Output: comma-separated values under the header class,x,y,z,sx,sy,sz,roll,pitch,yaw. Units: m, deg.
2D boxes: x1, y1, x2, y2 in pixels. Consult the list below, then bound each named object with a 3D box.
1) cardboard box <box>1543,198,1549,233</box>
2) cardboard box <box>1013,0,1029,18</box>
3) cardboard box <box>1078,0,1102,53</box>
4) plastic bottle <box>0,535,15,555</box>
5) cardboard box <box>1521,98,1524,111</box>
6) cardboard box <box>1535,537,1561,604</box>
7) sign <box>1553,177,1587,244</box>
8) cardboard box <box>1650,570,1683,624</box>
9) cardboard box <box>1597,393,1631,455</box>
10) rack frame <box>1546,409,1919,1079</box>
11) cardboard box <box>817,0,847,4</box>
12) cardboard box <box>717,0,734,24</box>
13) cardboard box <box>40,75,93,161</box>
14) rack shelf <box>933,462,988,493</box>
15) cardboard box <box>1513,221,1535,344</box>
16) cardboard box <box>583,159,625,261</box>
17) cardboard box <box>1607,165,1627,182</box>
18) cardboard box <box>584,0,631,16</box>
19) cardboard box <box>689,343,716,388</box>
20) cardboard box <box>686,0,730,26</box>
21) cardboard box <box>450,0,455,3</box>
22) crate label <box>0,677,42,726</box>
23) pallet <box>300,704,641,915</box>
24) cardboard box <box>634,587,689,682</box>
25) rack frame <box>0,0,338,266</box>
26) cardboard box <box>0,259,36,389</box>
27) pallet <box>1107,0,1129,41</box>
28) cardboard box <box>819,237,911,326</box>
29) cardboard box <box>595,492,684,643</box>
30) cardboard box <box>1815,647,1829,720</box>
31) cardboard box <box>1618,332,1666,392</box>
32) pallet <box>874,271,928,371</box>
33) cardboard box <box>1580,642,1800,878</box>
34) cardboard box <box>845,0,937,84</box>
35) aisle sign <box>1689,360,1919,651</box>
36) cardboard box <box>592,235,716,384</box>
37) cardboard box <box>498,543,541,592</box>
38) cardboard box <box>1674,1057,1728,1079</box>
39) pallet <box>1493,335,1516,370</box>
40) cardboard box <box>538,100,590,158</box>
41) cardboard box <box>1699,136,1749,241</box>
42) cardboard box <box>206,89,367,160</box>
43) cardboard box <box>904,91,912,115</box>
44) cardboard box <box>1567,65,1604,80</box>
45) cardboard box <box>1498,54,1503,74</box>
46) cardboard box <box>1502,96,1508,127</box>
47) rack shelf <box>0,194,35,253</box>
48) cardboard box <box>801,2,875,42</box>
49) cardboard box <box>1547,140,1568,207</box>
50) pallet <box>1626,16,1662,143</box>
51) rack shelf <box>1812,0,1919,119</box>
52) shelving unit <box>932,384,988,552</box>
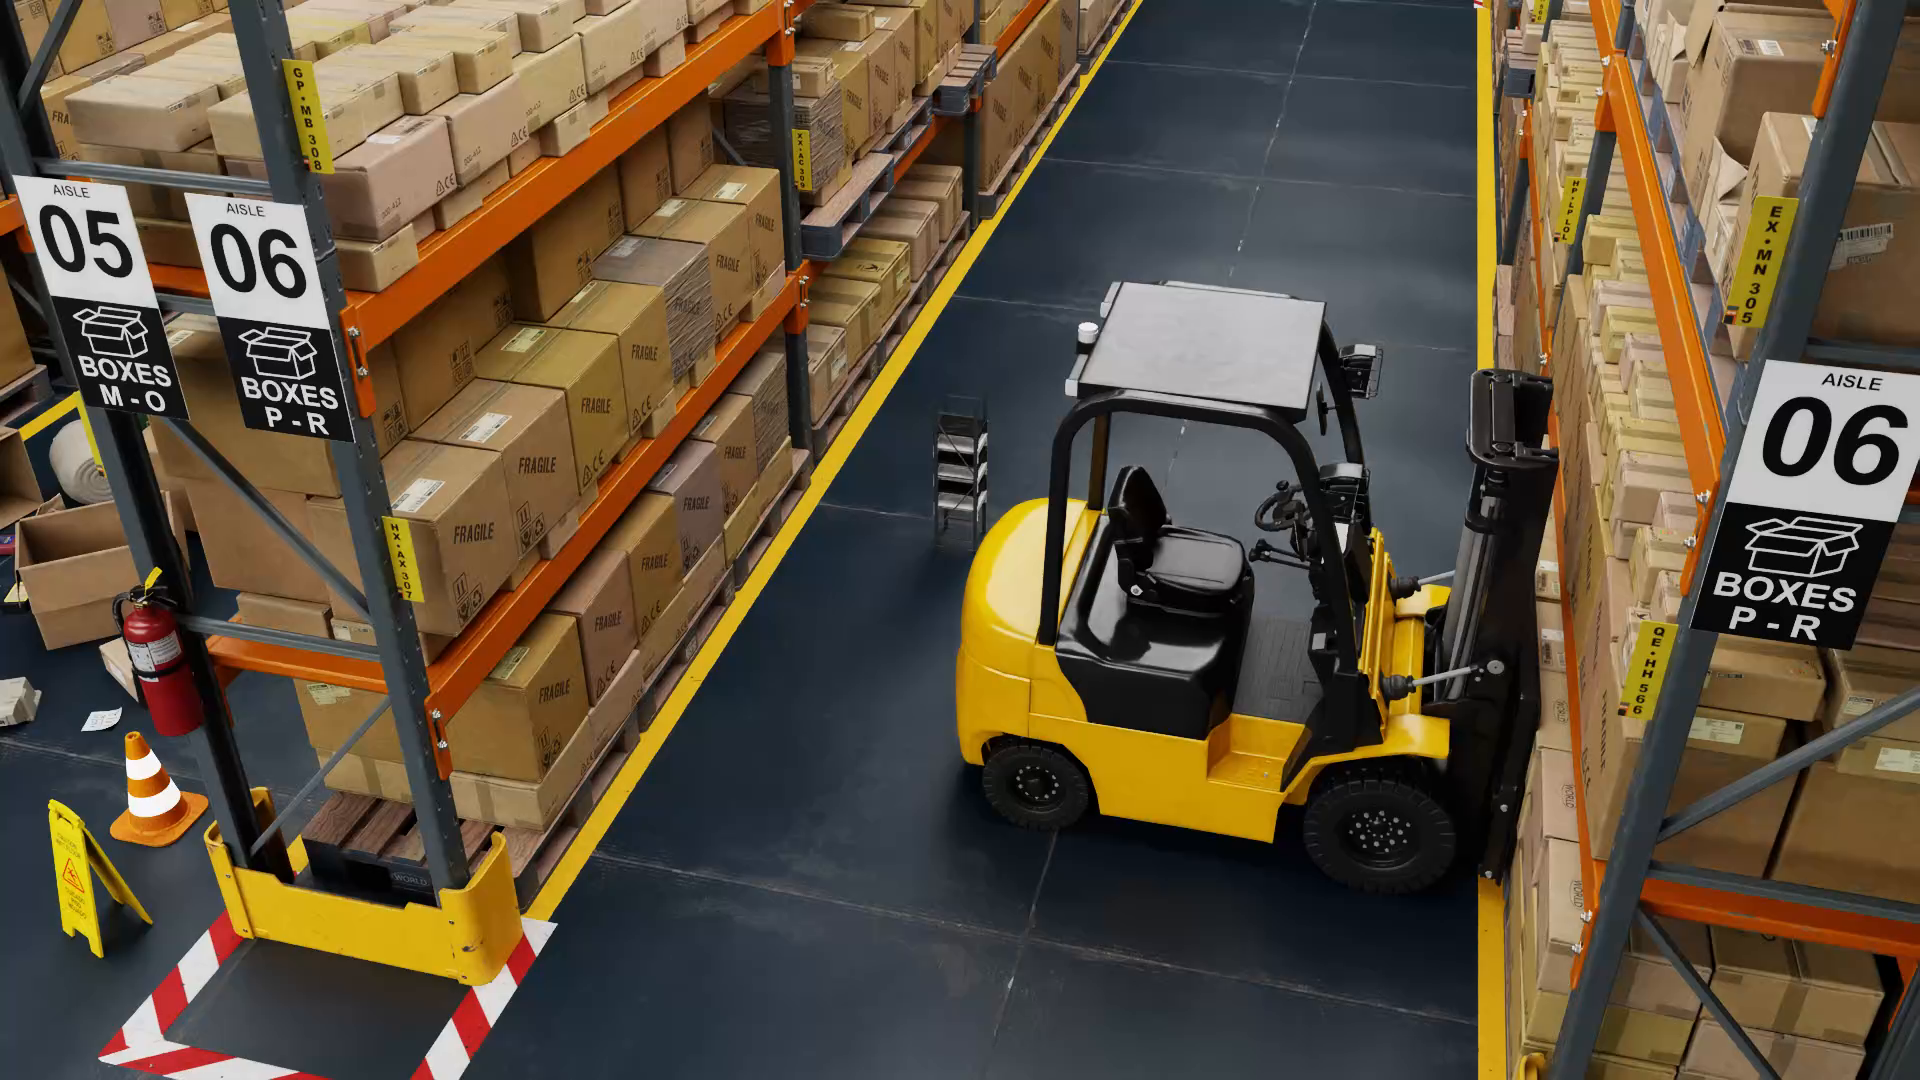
class,x,y,z,sx,sy,sz,roll,pitch,yaw
cardboard box,3.587,-1.793,9.415,0.500,0.250,0.500,8,33,13
cardboard box,0.267,-4.491,13.658,0.500,0.250,0.500,9,34,14
cardboard box,0.926,-5.277,16.751,0.875,0.438,0.875,8,33,12
plastic bottle,-5.262,0.029,9.148,0.283,0.061,0.133,-3,33,-4
cardboard box,4.694,-3.491,13.279,0.380,0.149,0.250,6,33,10
cardboard box,2.754,0.249,7.302,0.500,0.250,0.500,9,34,14
sign,2.907,-1.568,7.916,0.100,0.325,0.005,8,33,12
cardboard box,2.339,0.243,5.096,0.380,0.149,0.250,8,33,12
cardboard box,2.688,-0.431,6.434,0.380,0.149,0.250,7,33,11
rack frame,2.419,1.031,4.832,1.000,3.000,0.127,8,33,12
cardboard box,-0.944,-3.389,11.023,0.500,0.500,0.500,9,33,13
cardboard box,-1.302,-2.554,7.909,0.380,0.149,0.250,8,33,13
cardboard box,-5.787,-2.618,10.479,0.500,0.500,0.500,8,33,13
rack shelf,0.002,-0.356,9.033,0.258,0.077,0.200,8,33,12
cardboard box,4.120,-1.633,10.845,0.875,0.625,0.625,9,34,14
cardboard box,-1.993,-1.590,7.653,0.700,0.500,0.500,7,33,11
cardboard box,3.467,-1.824,8.625,0.380,0.149,0.250,8,33,12
cardboard box,-1.538,-2.203,6.614,0.380,0.149,0.250,8,33,13
cardboard box,-1.409,-0.876,8.066,0.380,0.149,0.250,8,33,12
cardboard box,-1.347,-2.518,7.482,0.500,0.250,0.500,7,33,12
cardboard box,-2.226,-2.155,6.539,0.380,0.149,0.250,9,33,14
crate label,-4.542,0.776,7.902,0.250,0.136,0.298,-8,33,-13
pallet,-2.123,1.078,7.357,1.003,0.211,1.213,8,33,12
cardboard box,-1.647,0.411,7.979,0.500,0.250,0.500,10,34,16
rack frame,-2.383,-2.174,4.282,1.000,3.000,0.127,8,33,12
cardboard box,-6.409,-1.303,10.093,0.875,0.875,0.875,9,33,13
pallet,1.239,-5.712,18.038,1.003,0.211,1.213,8,33,12
cardboard box,-0.883,-1.793,11.333,0.950,0.372,0.625,9,34,14
cardboard box,-1.641,0.100,7.770,0.500,0.500,0.500,9,33,13
cardboard box,2.757,0.438,5.067,0.380,0.149,0.250,8,33,12
cardboard box,2.816,-0.681,6.551,0.380,0.149,0.250,8,33,12
pallet,-0.864,-1.581,11.540,1.003,0.211,1.213,8,33,12
cardboard box,2.290,0.698,5.263,0.500,0.500,0.500,7,33,11
cardboard box,-0.447,-3.333,10.935,0.500,0.500,0.500,6,33,9
aisle sign,2.119,-0.072,4.143,0.394,0.787,0.004,8,33,12
cardboard box,-1.491,-1.083,7.788,0.500,0.500,0.500,9,34,14
cardboard box,-1.900,0.056,6.600,0.380,0.149,0.250,7,33,11
cardboard box,2.733,1.786,5.816,0.500,0.250,0.500,8,33,13
pallet,3.891,-0.890,10.454,1.003,0.211,1.213,8,33,12
cardboard box,-1.660,-1.601,6.411,0.380,0.149,0.250,8,33,13
cardboard box,2.400,-1.000,4.872,0.396,0.266,0.258,8,33,13
cardboard box,-2.095,-1.295,5.187,0.380,0.149,0.250,8,33,12
cardboard box,-0.525,-2.848,10.777,0.380,0.149,0.250,7,33,11
cardboard box,3.888,-2.763,10.103,0.380,0.149,0.250,8,33,13
cardboard box,5.322,-4.499,15.797,0.380,0.149,0.250,7,33,11
cardboard box,4.999,-3.820,14.401,0.500,0.500,0.500,8,33,12
rack shelf,-6.689,-0.998,8.695,1.077,0.370,4.000,8,33,12
cardboard box,-0.730,-3.110,9.980,0.380,0.149,0.250,10,34,15
cardboard box,3.571,-2.014,9.296,0.500,0.250,0.500,9,33,13
pallet,3.243,-1.827,6.614,1.003,0.211,1.213,8,33,12
rack shelf,2.927,-2.066,5.155,1.077,0.370,4.000,8,33,12
shelving unit,0.002,-0.384,9.015,0.258,0.900,0.210,8,33,12
